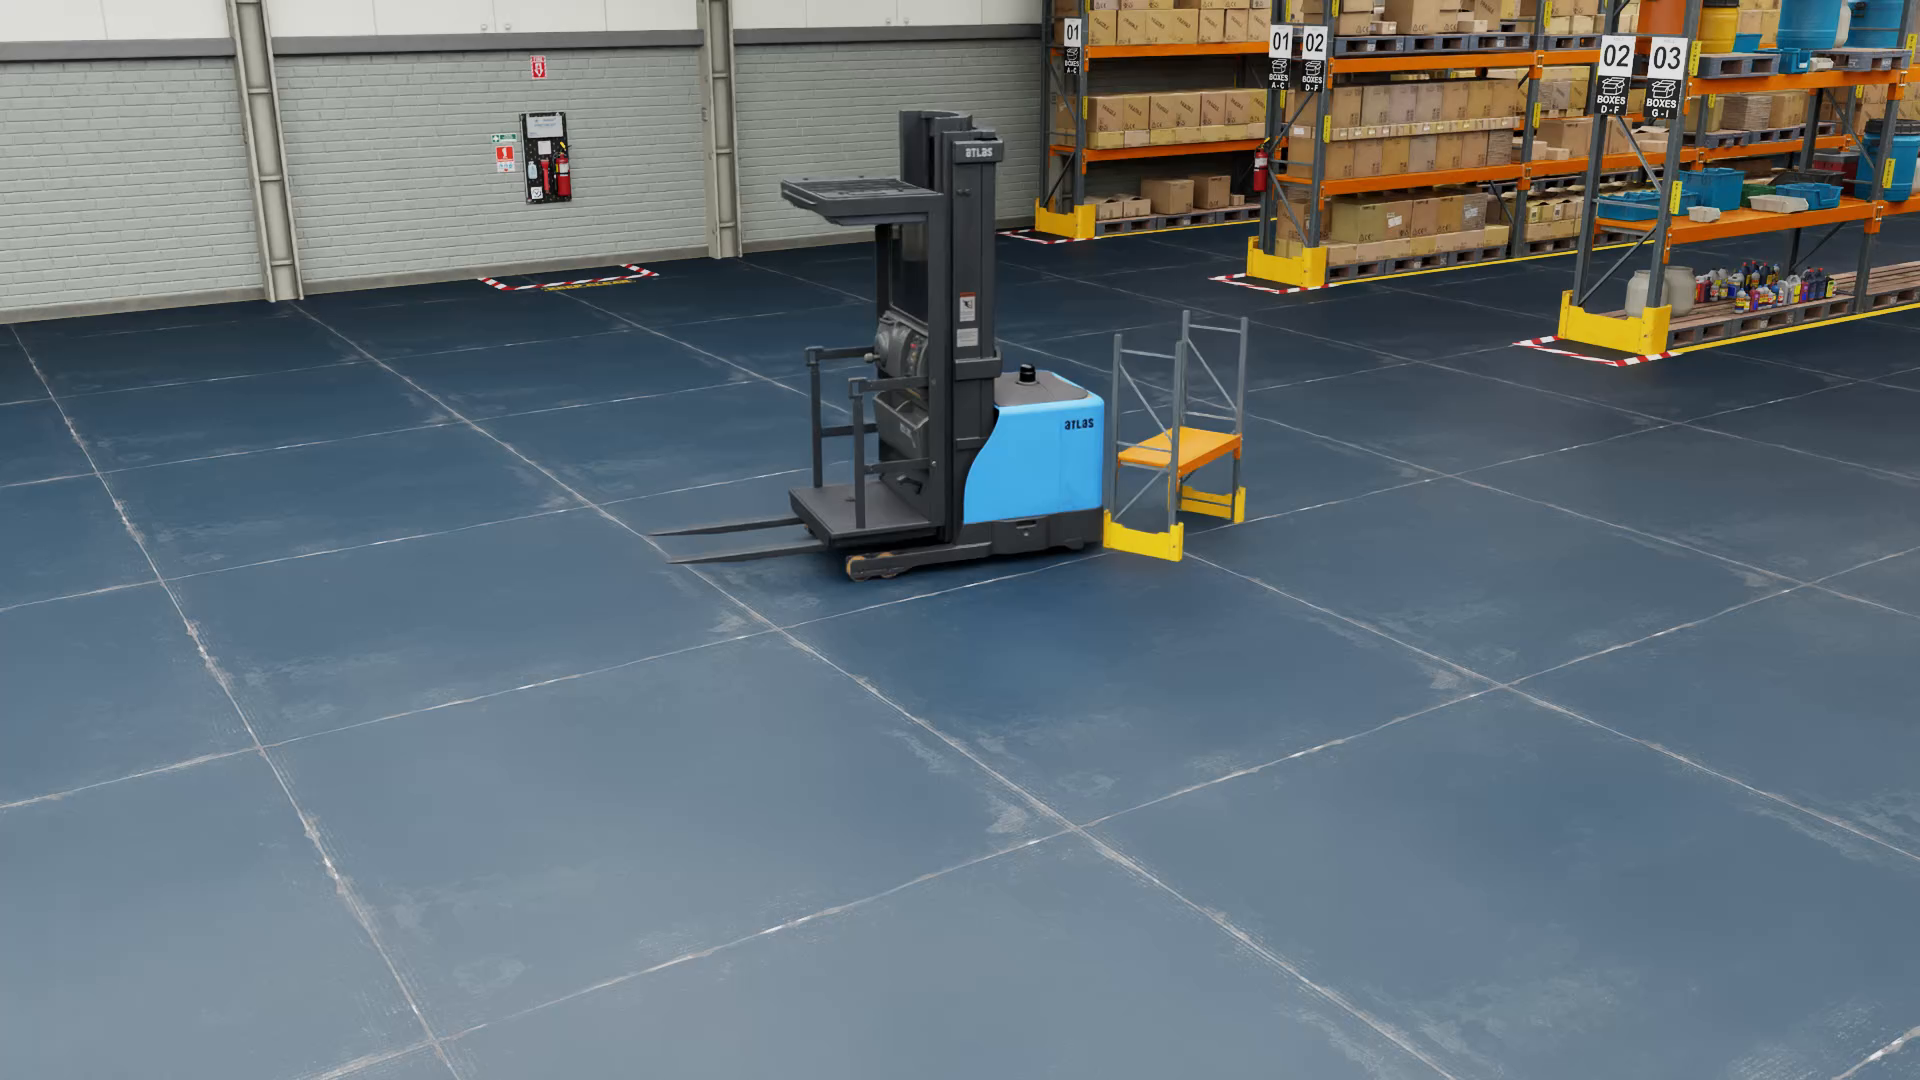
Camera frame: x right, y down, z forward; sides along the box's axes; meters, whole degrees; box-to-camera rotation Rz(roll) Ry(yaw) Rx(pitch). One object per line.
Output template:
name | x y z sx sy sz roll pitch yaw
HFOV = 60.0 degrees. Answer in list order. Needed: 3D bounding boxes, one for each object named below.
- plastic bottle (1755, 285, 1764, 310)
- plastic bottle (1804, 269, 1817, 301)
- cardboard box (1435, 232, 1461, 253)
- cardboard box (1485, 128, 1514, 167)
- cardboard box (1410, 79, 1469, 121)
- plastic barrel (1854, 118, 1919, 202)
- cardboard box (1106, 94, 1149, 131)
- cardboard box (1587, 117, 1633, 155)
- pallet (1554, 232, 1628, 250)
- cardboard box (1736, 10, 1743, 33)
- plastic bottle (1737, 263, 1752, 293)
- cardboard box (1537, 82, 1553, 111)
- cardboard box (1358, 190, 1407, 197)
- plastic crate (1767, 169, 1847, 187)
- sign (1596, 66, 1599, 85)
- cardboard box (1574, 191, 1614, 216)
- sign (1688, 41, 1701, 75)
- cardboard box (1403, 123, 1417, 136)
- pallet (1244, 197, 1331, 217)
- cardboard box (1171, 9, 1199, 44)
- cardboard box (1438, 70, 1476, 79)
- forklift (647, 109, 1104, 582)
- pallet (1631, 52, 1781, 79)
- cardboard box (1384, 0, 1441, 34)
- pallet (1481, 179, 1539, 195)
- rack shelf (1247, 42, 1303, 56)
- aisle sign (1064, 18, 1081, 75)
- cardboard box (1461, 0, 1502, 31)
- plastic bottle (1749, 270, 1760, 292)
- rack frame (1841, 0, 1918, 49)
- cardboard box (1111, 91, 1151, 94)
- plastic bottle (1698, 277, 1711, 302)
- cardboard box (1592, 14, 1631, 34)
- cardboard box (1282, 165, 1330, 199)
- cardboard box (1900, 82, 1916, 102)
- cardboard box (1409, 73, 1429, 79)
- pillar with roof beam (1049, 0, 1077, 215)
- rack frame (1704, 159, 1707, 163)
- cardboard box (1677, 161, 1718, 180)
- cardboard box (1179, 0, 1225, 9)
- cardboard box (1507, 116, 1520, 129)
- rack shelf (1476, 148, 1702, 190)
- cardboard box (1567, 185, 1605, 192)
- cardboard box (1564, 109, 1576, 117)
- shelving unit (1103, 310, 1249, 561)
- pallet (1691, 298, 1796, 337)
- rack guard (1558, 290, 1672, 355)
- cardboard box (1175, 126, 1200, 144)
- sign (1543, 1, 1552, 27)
plastic bottle | 8.979 -2.727 18.701 0.097 0.271 0.097 0 19 0
plastic bottle | 9.808 -2.949 19.232 0.185 0.351 0.144 -13 23 -34
cardboard box | 6.527 -4.124 22.897 0.500 0.250 0.500 -12 22 -31
cardboard box | 7.260 -5.512 23.211 0.500 0.500 0.700 -13 22 -33
cardboard box | 6.420 -5.950 22.478 0.500 0.500 0.700 -12 22 -31
plastic barrel | 10.837 -4.444 19.423 0.708 0.901 0.600 -12 22 -31
cardboard box | 2.541 -6.546 25.457 0.500 0.500 0.500 -12 22 -31
cardboard box | 9.575 -5.997 24.644 0.500 0.500 0.500 -13 23 -34
pallet | 9.240 -4.580 24.964 1.213 0.211 1.003 -12 22 -31
cardboard box | 11.313 -7.804 25.304 0.500 0.500 0.910 -12 22 -31
plastic bottle | 9.288 -3.108 19.705 0.185 0.351 0.144 -13 23 -34
cardboard box | 10.489 -8.149 30.513 0.500 0.500 0.500 -12 22 -31
cardboard box | 5.816 -4.534 22.939 0.500 0.500 0.500 -12 22 -31
plastic crate | 9.841 -4.132 19.380 0.504 0.338 0.767 -12 22 -31
sign | 11.887 -8.646 30.951 0.005 0.325 0.100 -12 22 -31
cardboard box | 9.392 -4.984 24.566 0.500 0.311 0.500 -11 22 -30
sign | 7.306 -4.792 16.538 0.005 0.325 0.100 -12 22 -31
cardboard box | 5.807 -5.434 21.966 0.250 0.149 0.380 -12 22 -32
pallet | 5.549 -5.686 28.234 1.213 0.211 1.003 -12 22 -31
cardboard box | 3.311 -7.912 25.594 0.500 0.500 0.500 -10 21 -28
cardboard box | 8.785 -8.143 29.325 0.500 0.250 0.500 -11 22 -30
forklift | -0.578 -1.305 11.027 3.031 2.935 1.130 -7 20 -20
pallet | 7.752 -4.966 17.361 1.213 0.211 1.003 -12 22 -31
cardboard box | 5.823 -6.793 21.442 0.500 0.500 0.500 -12 22 -31
pallet | 9.958 -6.585 30.894 1.213 0.211 1.003 -12 22 -31
rack shelf | 6.570 -8.302 28.057 4.000 0.370 1.077 -12 22 -31
aisle sign | 1.663 -7.303 24.605 0.004 0.787 0.394 -12 22 -31
cardboard box | 7.061 -7.260 22.823 0.500 0.500 0.500 -10 21 -27
plastic bottle | 9.391 -3.046 19.645 0.097 0.271 0.097 0 19 0
rack frame | 10.348 -7.061 18.581 0.127 3.000 1.000 -12 22 -31
cardboard box | 2.690 -6.777 26.138 0.500 0.500 0.500 -13 22 -33
plastic bottle | 8.584 -2.886 19.152 0.133 0.283 0.061 -12 22 -31
cardboard box | 9.257 -7.414 23.887 0.500 0.250 0.500 -14 23 -36
cardboard box | 5.909 -6.132 28.416 0.500 0.500 0.700 -12 22 -32
cardboard box | 15.717 -7.664 28.014 0.500 0.500 0.500 -13 22 -33
cardboard box | 7.968 -8.068 29.070 0.250 0.149 0.380 -16 24 -38
pillar with roof beam | 4.035 -8.210 21.978 0.400 9.000 9.100 -12 22 -31
rack frame | 14.921 -8.983 33.632 0.127 3.000 1.000 -12 22 -31
cardboard box | 11.664 -5.868 26.462 0.500 0.250 0.500 -11 22 -29
cardboard box | 3.747 -8.466 25.671 0.500 0.500 0.500 -13 23 -33
cardboard box | 7.517 -5.794 23.032 0.250 0.149 0.380 -12 22 -31
rack shelf | 9.297 -5.556 24.620 4.000 0.370 1.077 -12 22 -31
cardboard box | 9.507 -5.214 25.245 0.500 0.311 0.500 -13 22 -33
cardboard box | 11.256 -7.983 31.035 0.250 0.149 0.380 -11 22 -30
shelving unit | 1.537 -0.761 11.655 0.587 1.500 1.083 12 22 32
pallet | 8.744 -2.575 19.032 1.213 0.211 1.003 -12 22 -31
rack guard | 7.045 -2.357 17.935 0.348 0.500 1.175 -12 22 -31
cardboard box | 3.419 -6.376 26.124 0.500 0.250 0.500 -12 22 -31
sign | 7.933 -7.100 22.449 0.005 0.325 0.100 -12 22 -31
